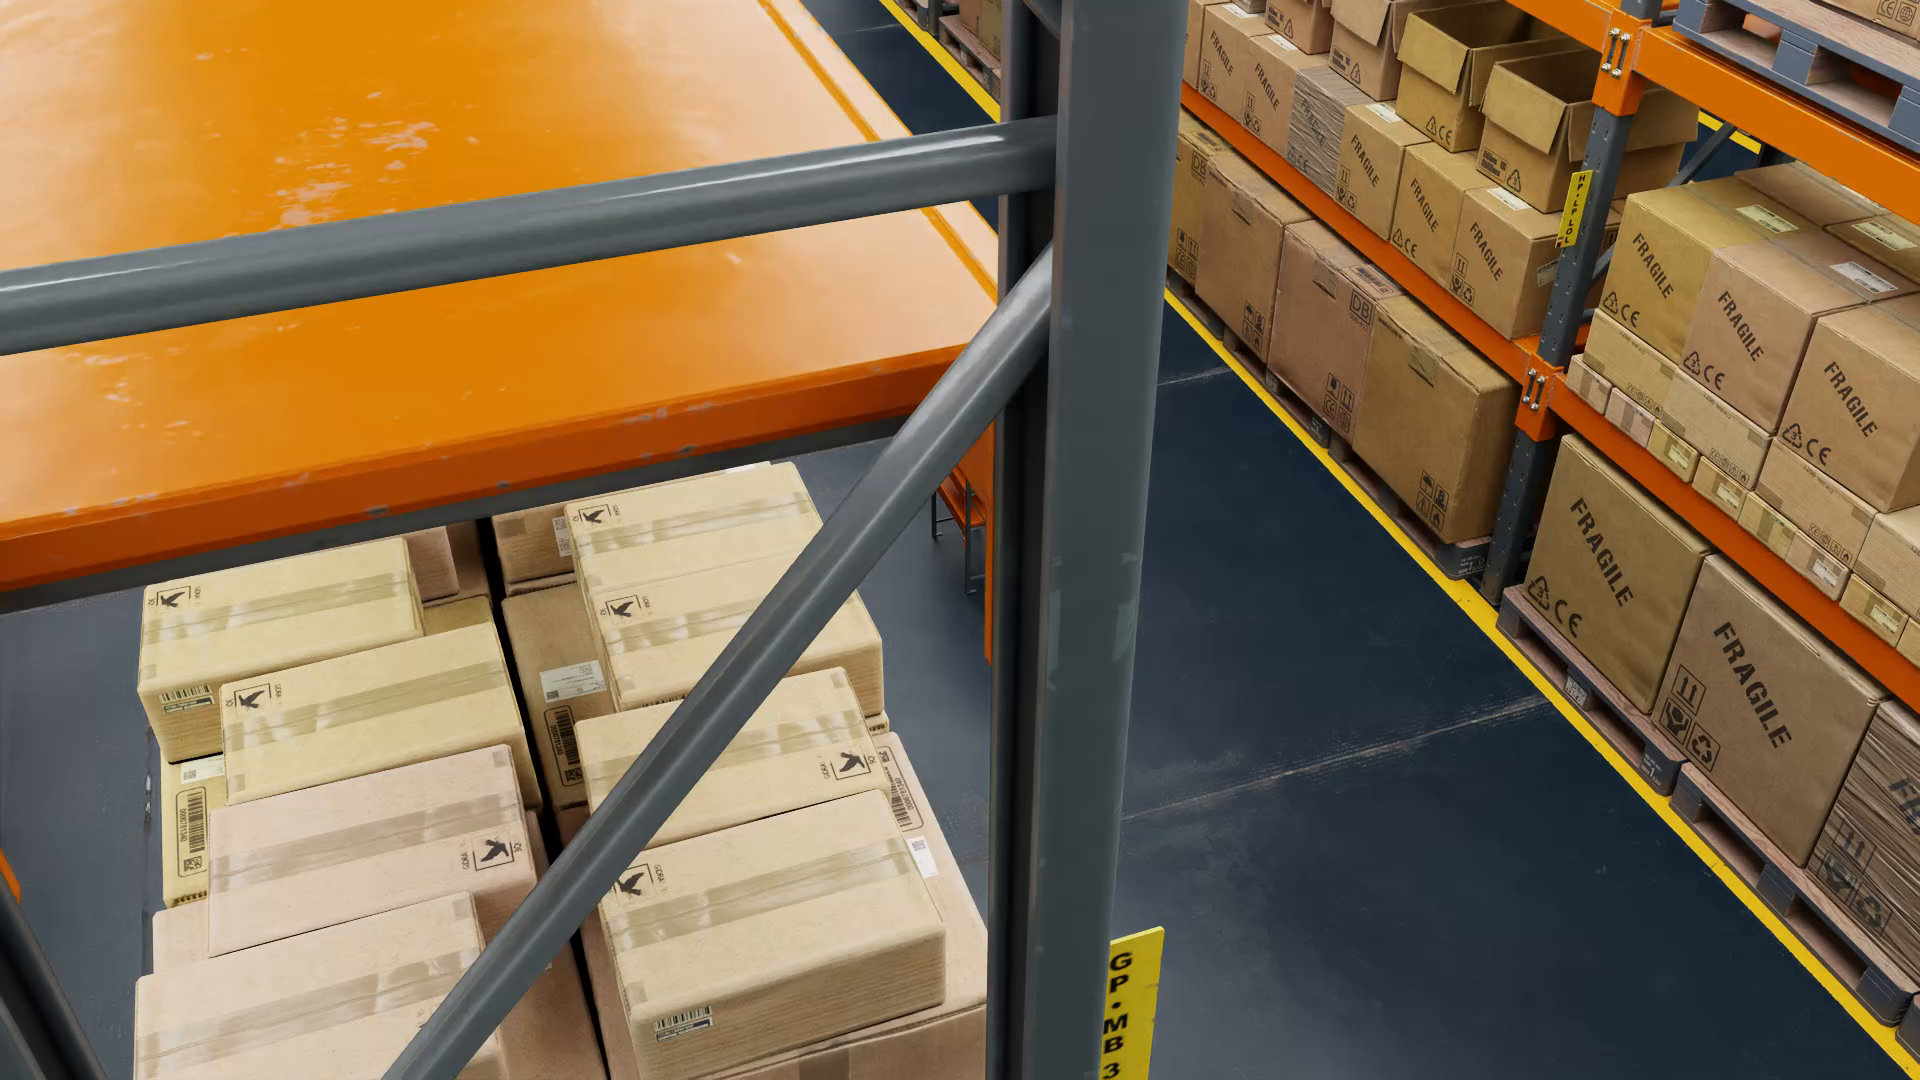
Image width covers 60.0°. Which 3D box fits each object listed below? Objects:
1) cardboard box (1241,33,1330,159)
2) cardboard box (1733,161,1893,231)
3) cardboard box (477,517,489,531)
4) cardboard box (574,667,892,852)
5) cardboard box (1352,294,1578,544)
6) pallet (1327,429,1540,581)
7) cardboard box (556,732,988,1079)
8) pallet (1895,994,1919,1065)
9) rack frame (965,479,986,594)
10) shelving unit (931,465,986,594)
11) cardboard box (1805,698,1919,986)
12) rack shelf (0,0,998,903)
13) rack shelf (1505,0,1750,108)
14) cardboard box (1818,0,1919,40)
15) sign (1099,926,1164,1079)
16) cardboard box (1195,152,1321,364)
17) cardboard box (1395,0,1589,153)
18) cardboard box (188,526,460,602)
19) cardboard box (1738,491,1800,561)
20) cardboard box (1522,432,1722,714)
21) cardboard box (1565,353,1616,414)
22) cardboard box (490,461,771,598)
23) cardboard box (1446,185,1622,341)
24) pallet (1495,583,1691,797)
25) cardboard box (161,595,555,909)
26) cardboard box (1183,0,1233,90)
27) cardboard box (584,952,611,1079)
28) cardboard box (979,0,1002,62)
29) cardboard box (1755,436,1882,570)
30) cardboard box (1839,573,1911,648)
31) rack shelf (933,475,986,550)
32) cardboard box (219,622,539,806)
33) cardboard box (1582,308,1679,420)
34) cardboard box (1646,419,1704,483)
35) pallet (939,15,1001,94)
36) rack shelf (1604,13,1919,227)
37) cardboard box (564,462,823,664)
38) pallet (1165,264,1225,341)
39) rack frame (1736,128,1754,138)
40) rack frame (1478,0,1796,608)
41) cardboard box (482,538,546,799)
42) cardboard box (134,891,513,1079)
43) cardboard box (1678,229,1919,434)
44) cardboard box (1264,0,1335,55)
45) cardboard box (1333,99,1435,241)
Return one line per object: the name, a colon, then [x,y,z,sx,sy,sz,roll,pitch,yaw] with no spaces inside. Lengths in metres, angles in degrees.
cardboard box: [1.871,-2.405,8.927,0.500,0.500,0.500,-13,39,-17]
cardboard box: [3.386,-1.170,6.624,0.500,0.500,0.500,-11,38,-15]
cardboard box: [-1.250,-0.198,3.296,0.500,0.250,0.500,-14,39,-18]
cardboard box: [-0.307,0.339,2.252,0.380,0.149,0.250,-11,38,-14]
cardboard box: [2.738,-0.692,8.153,1.225,0.875,0.875,-12,39,-16]
pallet: [2.641,-0.322,8.563,1.003,0.211,1.213,-12,39,-16]
cardboard box: [-0.249,0.568,2.279,0.500,0.250,0.500,-12,39,-15]
pallet: [4.005,1.922,5.583,1.003,0.211,1.213,-12,39,-16]
rack frame: [0.141,-0.248,7.642,0.240,1.200,0.015,-12,39,-16]
shelving unit: [0.057,-0.386,7.825,0.258,1.200,0.503,-12,39,-16]
cardboard box: [3.745,1.066,5.819,0.875,0.875,0.875,-12,39,-16]
rack shelf: [-1.027,-1.024,2.791,1.077,0.370,4.000,-12,39,-16]
rack shelf: [2.289,-3.056,7.980,1.077,0.370,4.000,-12,39,-16]
cardboard box: [3.303,-2.032,5.506,0.700,0.500,0.500,-15,39,-19]
sign: [0.171,0.554,1.862,0.100,0.325,0.005,-12,39,-16]
cardboard box: [2.118,-1.695,9.485,1.225,0.875,0.875,-12,39,-16]
cardboard box: [2.524,-2.205,7.828,0.797,0.503,0.637,-12,39,-15]
cardboard box: [-1.034,0.003,2.698,0.380,0.149,0.250,-13,39,-17]
cardboard box: [3.128,-0.090,6.145,0.380,0.149,0.250,-13,39,-17]
cardboard box: [3.129,0.055,7.162,0.875,0.875,0.875,-12,39,-16]
cardboard box: [2.766,-0.679,6.928,0.380,0.149,0.250,-12,39,-16]
cardboard box: [-0.589,-0.008,3.044,0.500,0.250,0.500,-12,39,-15]
cardboard box: [2.559,-1.263,7.411,0.500,0.500,0.500,-12,39,-16]
pallet: [3.165,0.544,7.413,1.003,0.211,1.213,-12,39,-16]
cardboard box: [-0.913,0.380,2.529,0.500,0.250,0.500,-13,39,-17]
cardboard box: [1.512,-2.984,9.696,0.500,0.500,0.500,-11,38,-15]
cardboard box: [-0.253,0.769,2.428,0.500,0.250,0.500,-11,38,-14]
cardboard box: [0.561,-4.088,12.956,0.700,0.500,0.500,-13,39,-16]
cardboard box: [3.243,-0.181,5.936,0.500,0.250,0.500,-12,38,-15]
cardboard box: [3.304,0.201,5.759,0.380,0.149,0.250,-14,39,-17]
rack shelf: [0.057,-0.173,7.985,0.258,0.148,0.480,-12,39,-16]
cardboard box: [-0.811,0.285,2.323,0.380,0.149,0.250,-14,39,-17]
cardboard box: [2.893,-0.755,6.697,0.500,0.250,0.500,-13,39,-17]
cardboard box: [2.948,-0.382,6.534,0.380,0.149,0.250,-11,38,-14]
pallet: [0.493,-3.982,13.421,1.003,0.211,1.213,-12,39,-16]
rack shelf: [3.665,-0.797,4.980,1.077,0.370,4.000,-12,39,-16]
cardboard box: [-0.415,0.033,2.658,0.380,0.149,0.250,-12,39,-15]
pallet: [1.801,-1.700,10.393,1.003,0.211,1.213,-12,39,-16]
rack frame: [6.251,-4.301,11.527,1.000,3.000,0.127,-12,39,-16]
rack frame: [2.977,-1.016,7.166,1.000,3.000,0.127,-12,39,-16]
cardboard box: [-0.620,0.182,3.207,0.500,0.250,0.500,-14,39,-17]
cardboard box: [-0.729,0.590,1.919,0.380,0.149,0.250,-13,39,-16]
cardboard box: [3.064,-0.771,6.095,0.500,0.500,0.500,-12,39,-16]
cardboard box: [2.058,-2.931,8.791,0.797,0.503,0.637,-12,39,-15]
cardboard box: [2.209,-1.838,8.174,0.500,0.500,0.500,-13,39,-16]
